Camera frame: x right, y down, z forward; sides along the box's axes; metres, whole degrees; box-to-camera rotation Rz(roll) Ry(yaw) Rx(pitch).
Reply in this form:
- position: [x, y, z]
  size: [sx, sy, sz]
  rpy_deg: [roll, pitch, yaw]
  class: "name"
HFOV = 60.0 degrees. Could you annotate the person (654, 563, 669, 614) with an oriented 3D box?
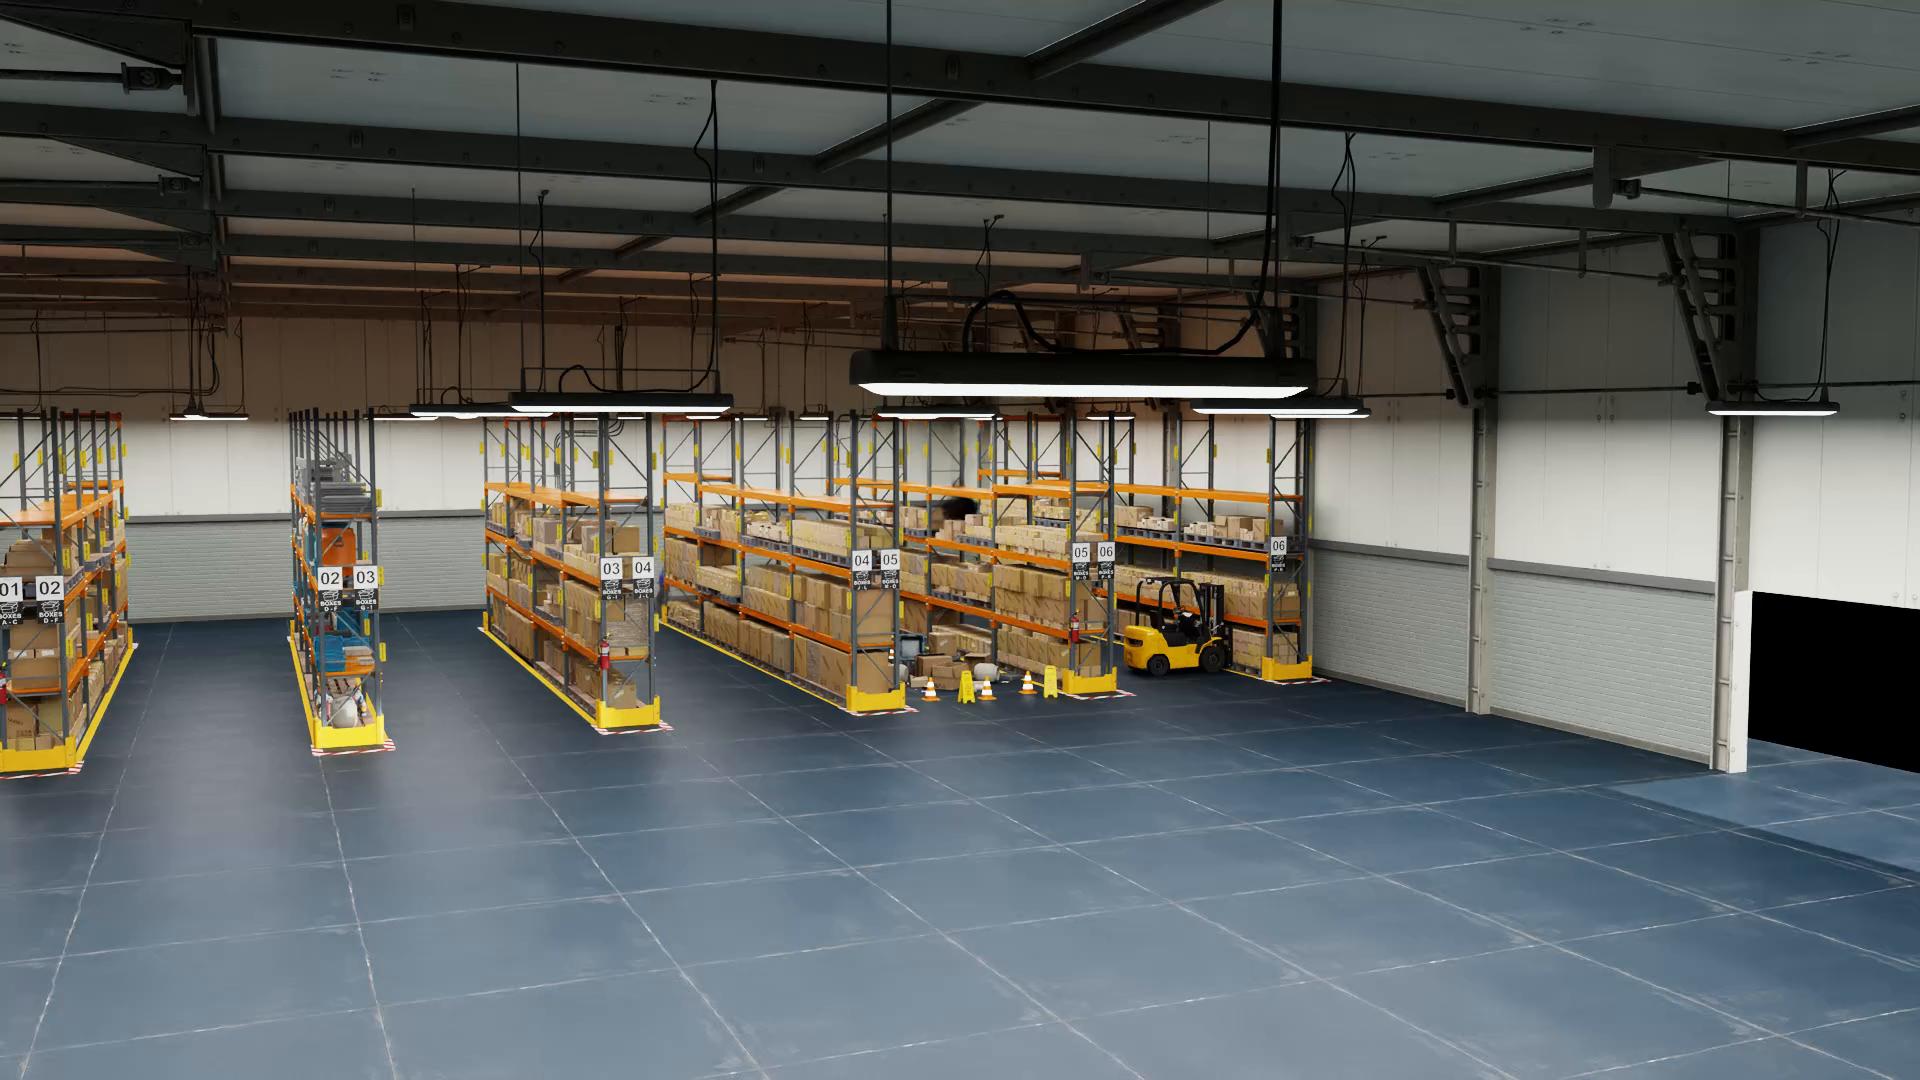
- position: [-8.794, 1.507, 49.179]
  size: [0.854, 1.519, 0.650]
  rpy_deg: [-1, 4, -12]
  class: "person"
